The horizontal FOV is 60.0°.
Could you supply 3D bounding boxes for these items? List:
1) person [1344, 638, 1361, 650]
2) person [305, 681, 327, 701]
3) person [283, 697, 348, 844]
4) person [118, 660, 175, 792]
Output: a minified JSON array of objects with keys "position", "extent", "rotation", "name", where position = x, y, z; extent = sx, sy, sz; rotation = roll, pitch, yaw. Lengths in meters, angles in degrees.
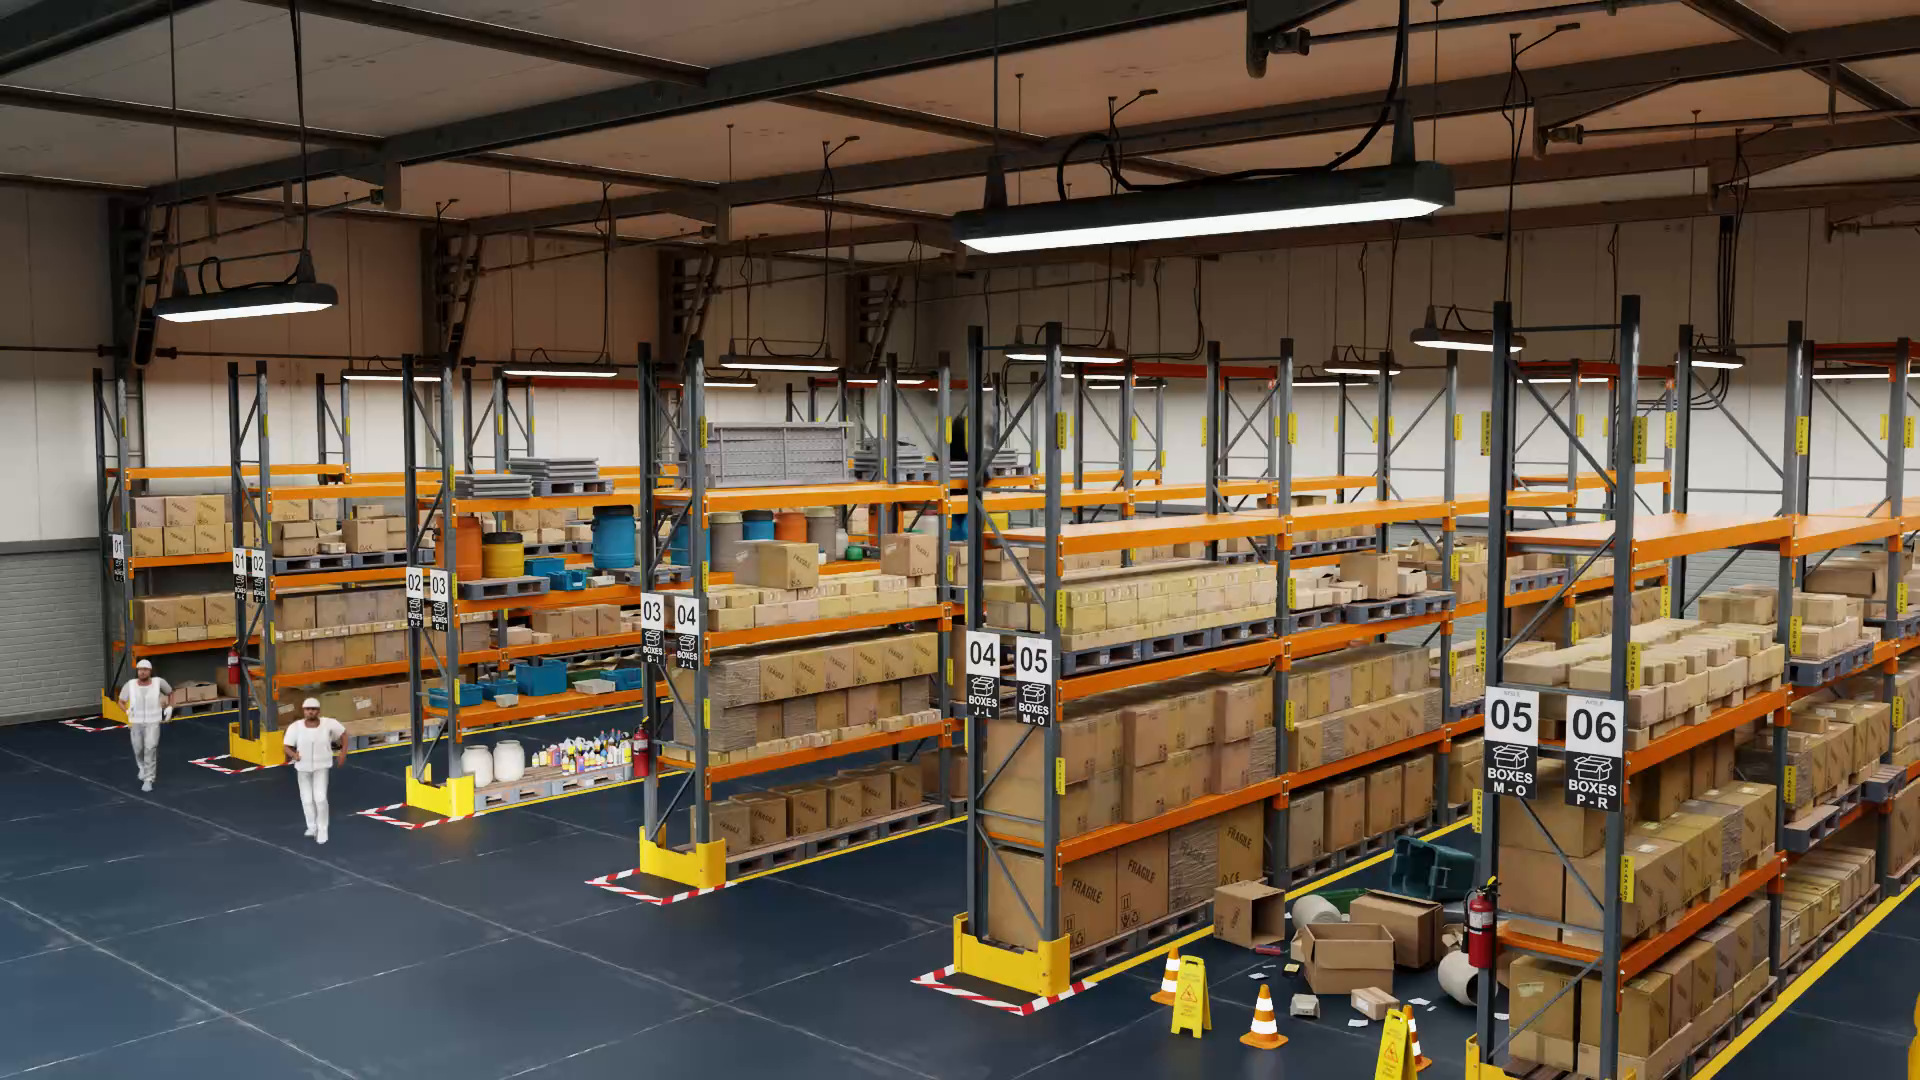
[{"position":[6.489,2.335,26.954],"extent":[0.762,1.717,0.632],"rotation":[-4,6,-42],"name":"person"},{"position":[-10.617,2.324,27.571],"extent":[0.603,1.648,0.593],"rotation":[2,5,28],"name":"person"},{"position":[-7.859,2.816,20.242],"extent":[0.707,1.815,0.718],"rotation":[-1,4,-13],"name":"person"},{"position":[-11.394,2.561,23.293],"extent":[0.708,1.794,0.863],"rotation":[-1,4,-18],"name":"person"}]
